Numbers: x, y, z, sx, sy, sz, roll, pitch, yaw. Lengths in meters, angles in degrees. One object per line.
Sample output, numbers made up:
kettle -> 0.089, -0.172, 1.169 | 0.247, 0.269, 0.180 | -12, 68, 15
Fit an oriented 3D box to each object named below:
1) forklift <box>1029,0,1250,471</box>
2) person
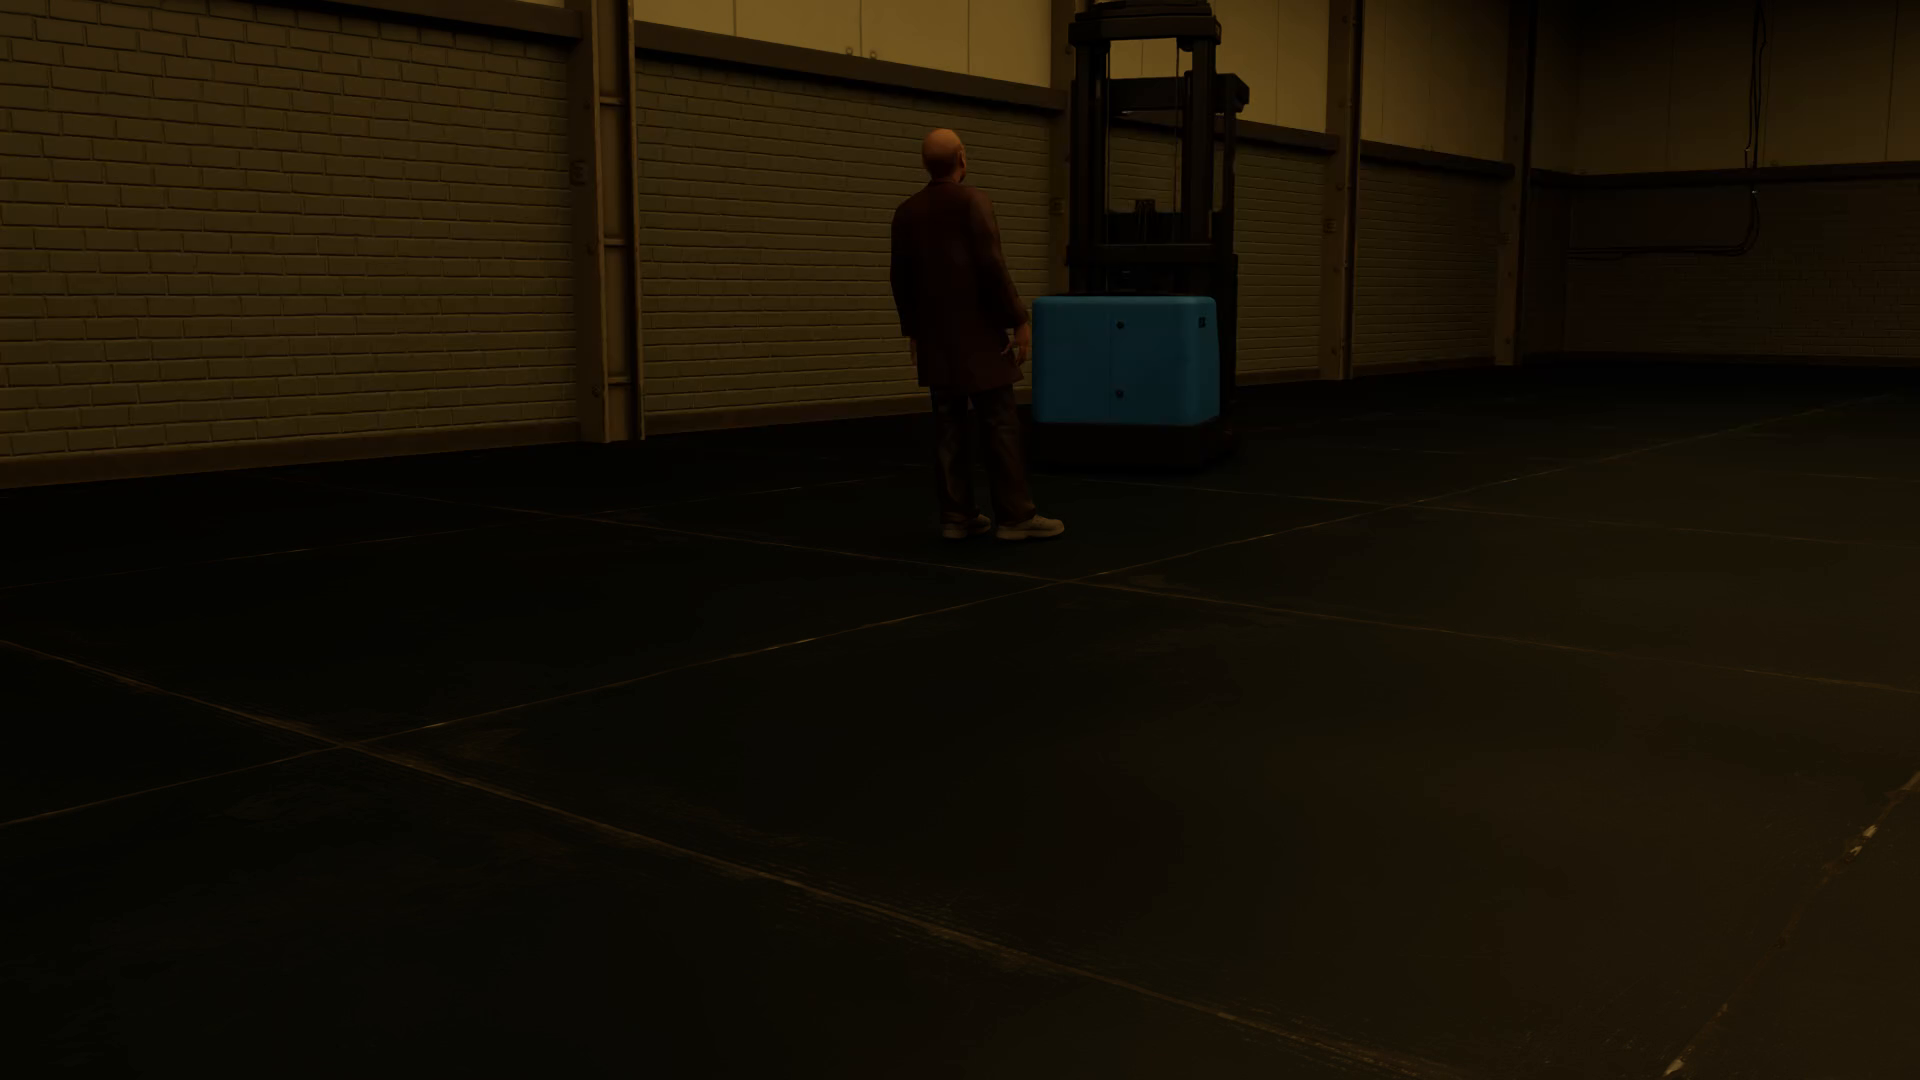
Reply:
forklift -> 1.340, -2.050, 11.289 | 1.130, 2.935, 3.031 | 3, 9, 17
person -> 0.061, -0.896, 7.342 | 0.696, 1.775, 0.582 | 7, 11, 38
